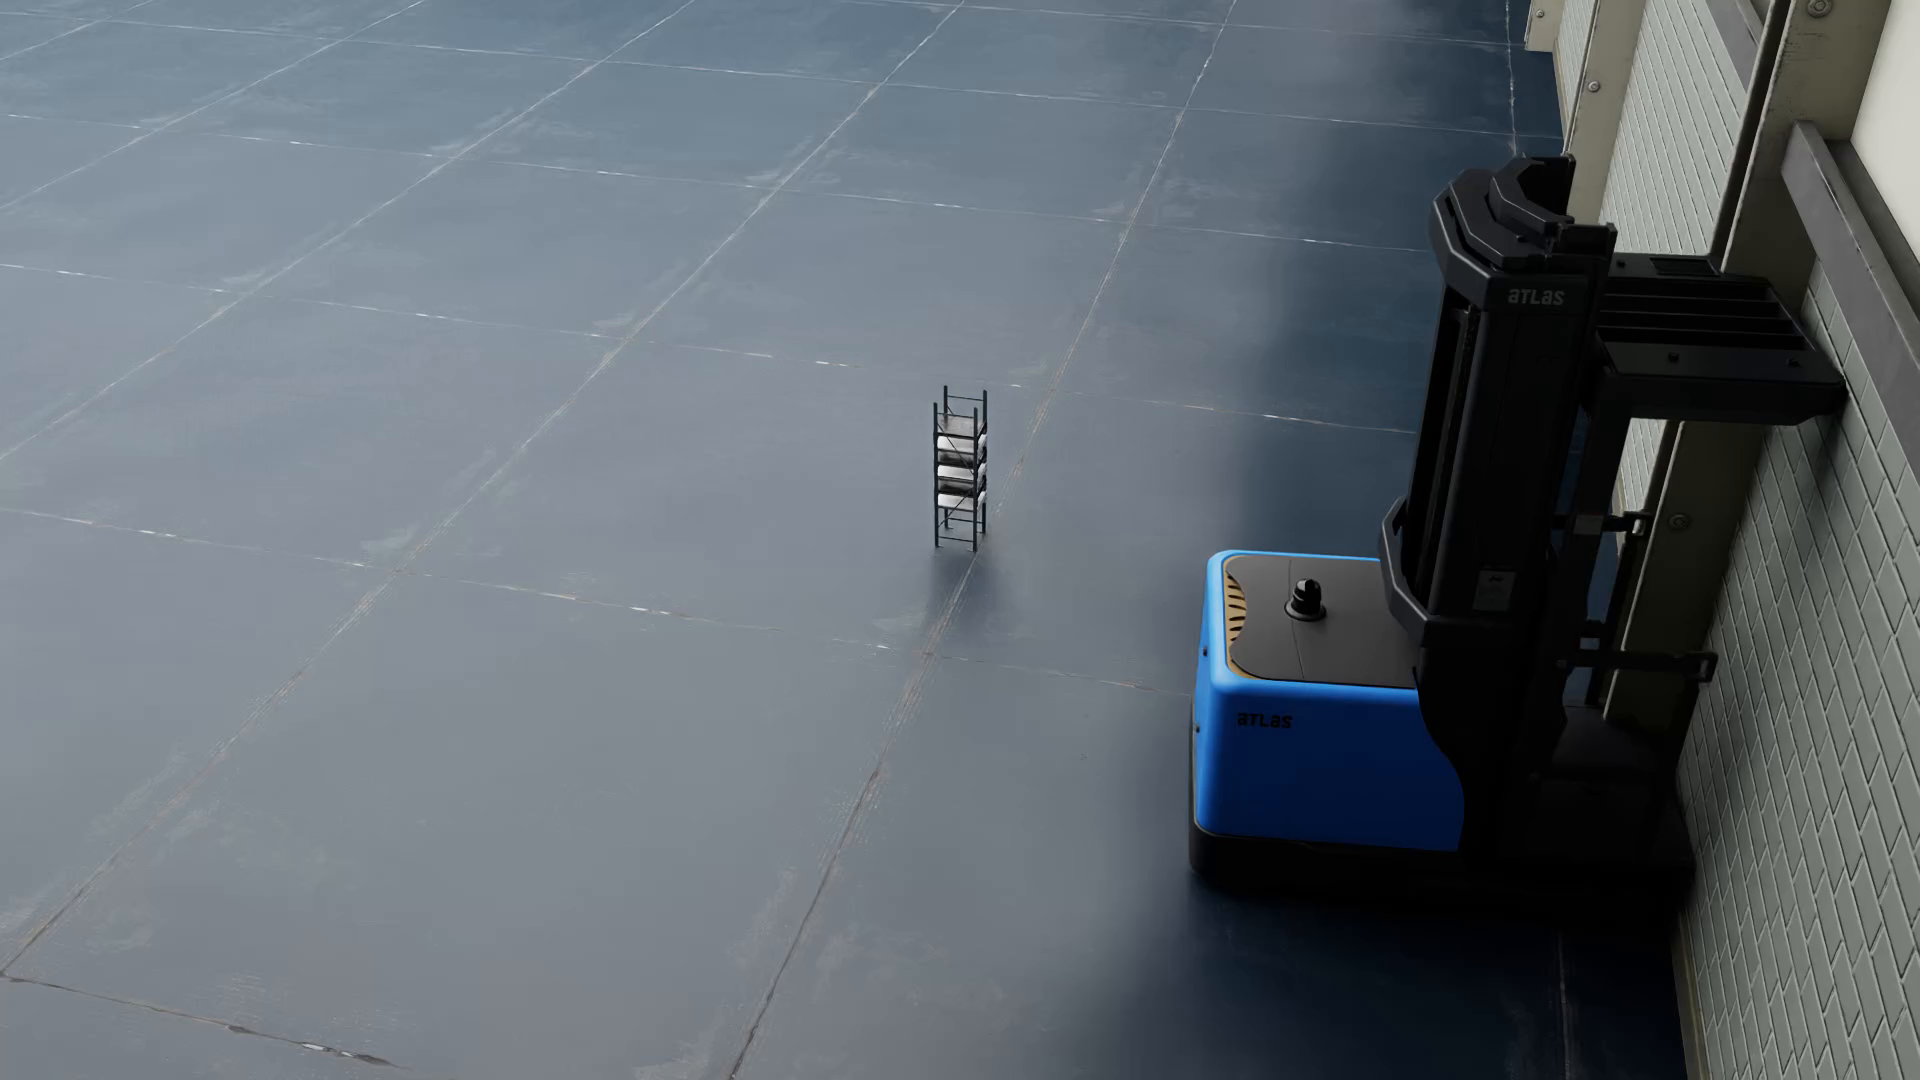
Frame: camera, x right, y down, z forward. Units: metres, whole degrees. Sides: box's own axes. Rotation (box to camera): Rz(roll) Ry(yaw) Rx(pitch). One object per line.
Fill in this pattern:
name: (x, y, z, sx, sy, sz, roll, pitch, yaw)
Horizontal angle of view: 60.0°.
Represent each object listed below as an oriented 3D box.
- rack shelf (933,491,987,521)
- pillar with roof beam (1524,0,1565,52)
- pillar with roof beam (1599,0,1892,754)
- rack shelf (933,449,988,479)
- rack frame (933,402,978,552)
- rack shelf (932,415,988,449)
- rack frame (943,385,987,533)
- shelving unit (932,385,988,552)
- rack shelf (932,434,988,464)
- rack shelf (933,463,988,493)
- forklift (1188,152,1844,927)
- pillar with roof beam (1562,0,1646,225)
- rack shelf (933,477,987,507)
rack shelf: (0.002, -0.204, 9.199, 0.258, 0.077, 0.200, 8, 33, 12)
pillar with roof beam: (1.938, -9.581, 16.003, 9.100, 9.000, 0.400, 8, 33, 12)
pillar with roof beam: (-1.107, -3.354, 6.208, 9.100, 9.000, 0.400, 8, 33, 12)
rack shelf: (0.002, -0.432, 9.055, 0.258, 0.077, 0.200, 8, 33, 12)
rack frame: (-0.024, -0.331, 9.002, 0.240, 0.900, 0.006, 8, 33, 12)
rack shelf: (0.002, -0.584, 8.958, 0.258, 0.077, 0.200, 8, 33, 12)
rack frame: (0.028, -0.437, 9.168, 0.240, 0.900, 0.006, 8, 33, 12)
shelving unit: (0.002, -0.384, 9.085, 0.258, 0.900, 0.210, 8, 33, 12)
rack shelf: (0.002, -0.508, 9.006, 0.258, 0.077, 0.200, 8, 33, 12)
rack shelf: (0.002, -0.356, 9.103, 0.258, 0.077, 0.200, 8, 33, 12)
forklift: (2.524, 0.047, 6.514, 3.031, 2.935, 1.130, 3, 33, 5)
pillar with roof beam: (0.415, -6.468, 11.106, 9.100, 9.000, 0.400, 8, 33, 12)
rack shelf: (0.002, -0.280, 9.151, 0.258, 0.077, 0.200, 8, 33, 12)
